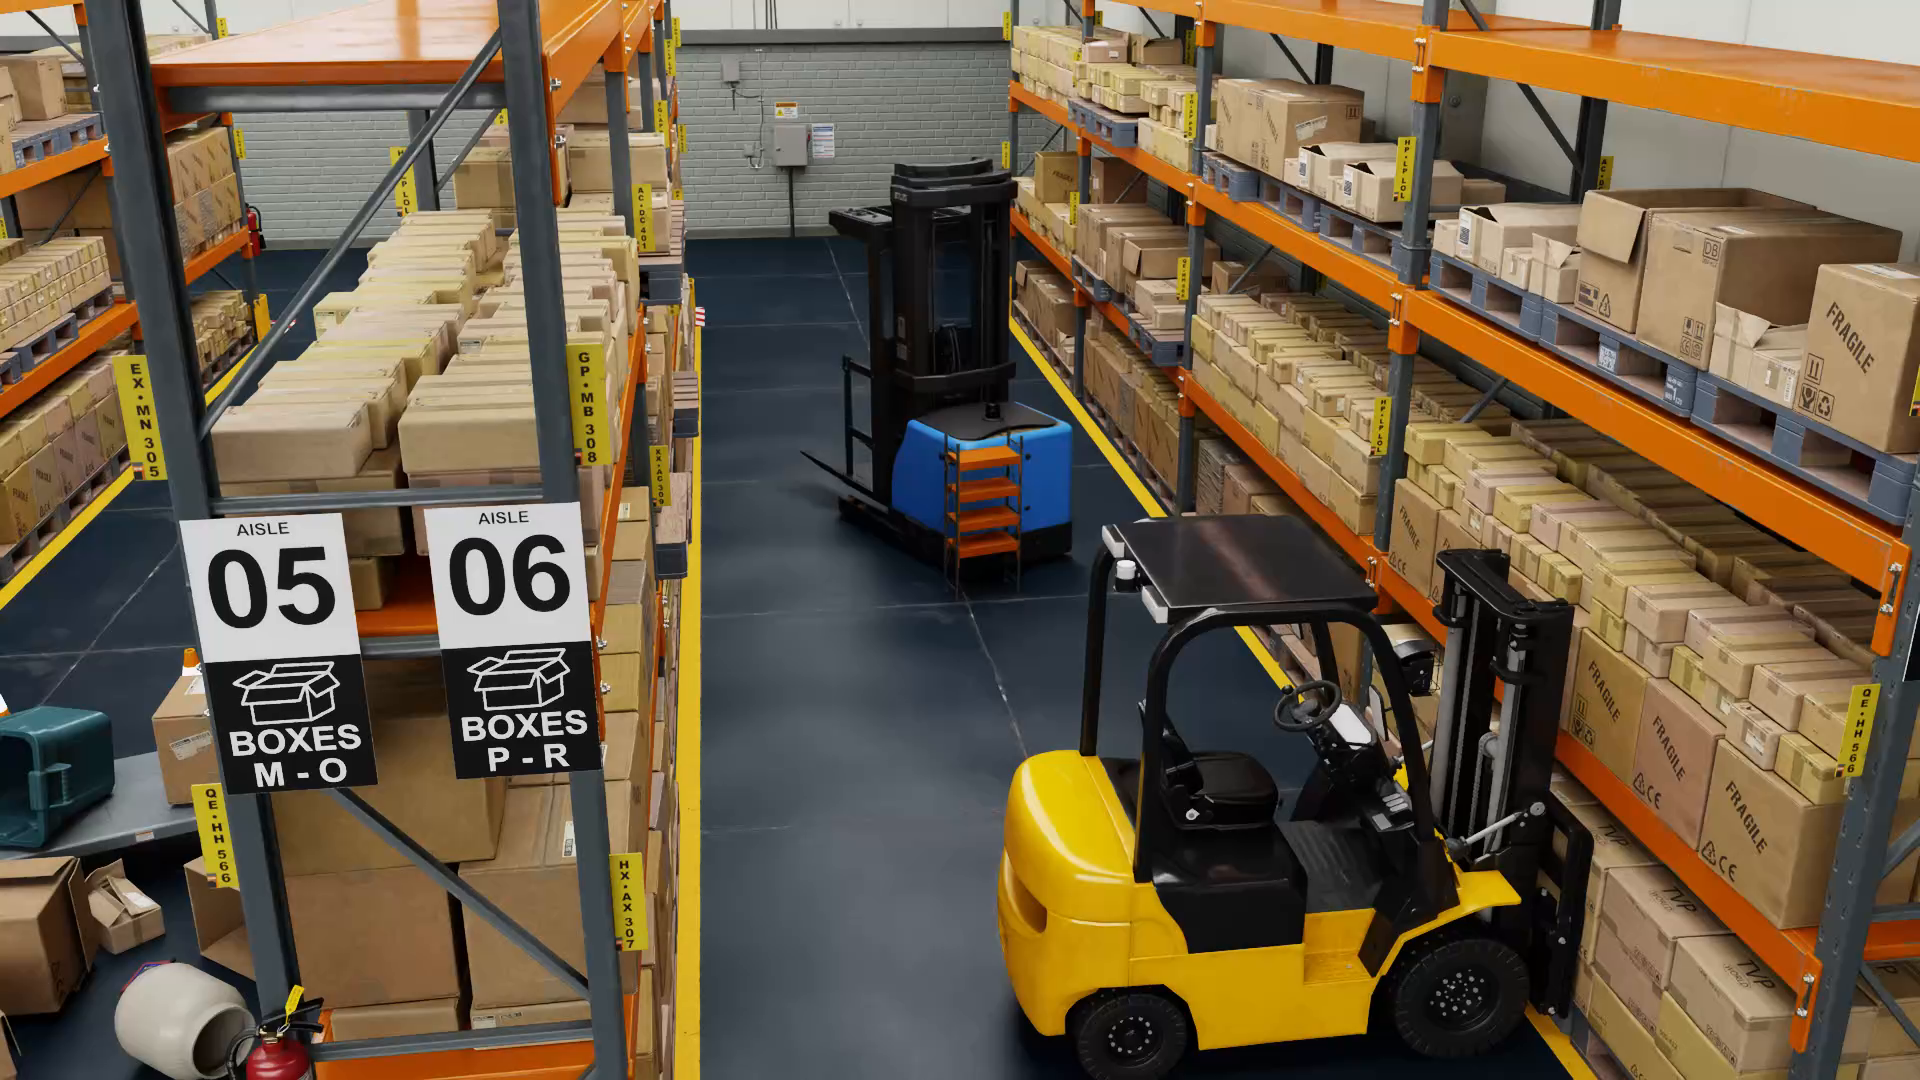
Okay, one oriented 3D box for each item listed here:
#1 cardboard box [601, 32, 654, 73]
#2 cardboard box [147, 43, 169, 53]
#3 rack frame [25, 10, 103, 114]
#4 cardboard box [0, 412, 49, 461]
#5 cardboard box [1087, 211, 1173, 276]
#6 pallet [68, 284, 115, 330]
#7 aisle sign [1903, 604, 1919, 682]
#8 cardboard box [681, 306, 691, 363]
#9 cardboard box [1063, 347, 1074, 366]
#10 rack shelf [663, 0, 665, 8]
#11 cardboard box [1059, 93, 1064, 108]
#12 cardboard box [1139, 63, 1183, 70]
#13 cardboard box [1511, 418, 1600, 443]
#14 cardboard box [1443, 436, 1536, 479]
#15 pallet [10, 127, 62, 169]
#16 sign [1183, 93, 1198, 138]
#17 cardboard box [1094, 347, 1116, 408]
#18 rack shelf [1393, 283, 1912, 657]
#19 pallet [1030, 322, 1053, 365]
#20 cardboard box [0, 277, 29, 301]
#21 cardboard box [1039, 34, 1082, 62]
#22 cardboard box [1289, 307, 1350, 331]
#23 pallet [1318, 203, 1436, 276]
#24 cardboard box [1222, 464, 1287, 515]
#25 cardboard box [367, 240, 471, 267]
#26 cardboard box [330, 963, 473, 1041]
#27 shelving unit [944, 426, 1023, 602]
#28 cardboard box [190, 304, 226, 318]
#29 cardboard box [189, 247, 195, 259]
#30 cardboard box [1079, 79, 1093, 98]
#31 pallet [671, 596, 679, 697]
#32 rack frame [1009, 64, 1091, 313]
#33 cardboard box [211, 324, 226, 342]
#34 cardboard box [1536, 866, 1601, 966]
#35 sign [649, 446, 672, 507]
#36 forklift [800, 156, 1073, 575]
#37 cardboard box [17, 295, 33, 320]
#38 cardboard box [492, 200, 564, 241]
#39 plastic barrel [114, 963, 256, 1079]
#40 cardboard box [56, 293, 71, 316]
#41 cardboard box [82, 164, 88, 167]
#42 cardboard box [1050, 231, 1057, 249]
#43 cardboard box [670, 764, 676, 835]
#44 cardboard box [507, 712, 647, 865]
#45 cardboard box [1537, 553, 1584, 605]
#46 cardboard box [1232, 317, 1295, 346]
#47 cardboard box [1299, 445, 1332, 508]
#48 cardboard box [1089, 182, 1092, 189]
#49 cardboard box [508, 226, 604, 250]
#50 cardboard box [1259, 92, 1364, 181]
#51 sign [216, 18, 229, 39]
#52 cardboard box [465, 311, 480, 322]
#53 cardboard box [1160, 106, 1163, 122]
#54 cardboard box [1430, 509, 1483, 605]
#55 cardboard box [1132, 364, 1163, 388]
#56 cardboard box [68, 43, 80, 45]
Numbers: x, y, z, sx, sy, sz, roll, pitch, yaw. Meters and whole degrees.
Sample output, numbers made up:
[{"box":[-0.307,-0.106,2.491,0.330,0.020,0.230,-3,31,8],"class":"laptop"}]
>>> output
[{"box":[-3.463,-4.825,16.670,0.797,0.503,0.637,-1,21,-4],"class":"cardboard box"},{"box":[-8.158,-4.885,16.650,0.380,0.149,0.250,-3,21,-9],"class":"cardboard box"},{"box":[-8.120,-5.188,14.247,1.000,3.000,0.127,-3,21,-8],"class":"rack frame"},{"box":[-7.477,-0.797,12.963,0.500,0.250,0.500,-3,21,-8],"class":"cardboard box"},{"box":[1.598,-2.800,15.682,0.700,0.500,0.500,-3,21,-7],"class":"cardboard box"},{"box":[-8.154,-2.016,14.602,1.003,0.211,1.213,-3,21,-8],"class":"pallet"},{"box":[3.124,0.060,5.053,0.394,0.787,0.004,-3,21,-8],"class":"aisle sign"},{"box":[-3.350,-2.192,17.859,0.875,0.438,0.875,-4,21,-9],"class":"cardboard box"},{"box":[1.304,-1.954,17.634,0.380,0.149,0.250,-4,21,-9],"class":"cardboard box"},{"box":[-3.525,-5.641,17.059,1.077,0.370,4.000,-3,21,-8],"class":"rack shelf"},{"box":[1.237,-4.575,17.250,0.380,0.149,0.250,-3,21,-8],"class":"cardboard box"},{"box":[1.893,-4.399,15.611,0.380,0.149,0.250,-3,21,-7],"class":"cardboard box"},{"box":[3.173,-0.539,8.878,0.380,0.149,0.250,-3,21,-8],"class":"cardboard box"},{"box":[2.725,-0.424,8.569,0.380,0.149,0.250,-3,21,-7],"class":"cardboard box"},{"box":[-7.984,-3.117,13.257,1.213,0.211,1.003,-3,21,-8],"class":"pallet"},{"box":[1.714,-3.150,12.337,0.100,0.325,0.005,-3,21,-8],"class":"sign"},{"box":[1.608,-1.577,16.125,0.500,0.500,0.500,-3,21,-8],"class":"cardboard box"},{"box":[3.116,-0.520,7.063,1.077,0.370,4.000,-3,21,-8],"class":"rack shelf"},{"box":[1.398,-2.269,18.990,1.003,0.211,1.213,-3,21,-8],"class":"pallet"},{"box":[-7.610,-1.976,13.127,0.380,0.149,0.250,-2,21,-6],"class":"cardboard box"},{"box":[1.138,-5.315,17.948,0.500,0.250,0.500,-2,21,-6],"class":"cardboard box"},{"box":[2.624,-1.600,12.143,0.380,0.149,0.250,-3,21,-8],"class":"cardboard box"},{"box":[2.688,-1.765,9.641,0.805,0.209,1.217,-4,21,-10],"class":"pallet"},{"box":[2.430,-0.171,12.181,0.875,0.625,0.625,-2,21,-6],"class":"cardboard box"},{"box":[-2.254,-1.156,6.956,0.380,0.149,0.250,-3,21,-8],"class":"cardboard box"},{"box":[-1.772,1.491,5.296,0.380,0.149,0.250,-2,21,-6],"class":"cardboard box"},{"box":[0.163,-0.186,11.990,0.503,1.200,0.258,-8,23,-22],"class":"shelving unit"},{"box":[-8.253,-2.466,18.157,0.380,0.149,0.250,-4,21,-10],"class":"cardboard box"},{"box":[-8.217,-3.005,17.334,0.380,0.149,0.250,-3,21,-7],"class":"cardboard box"},{"box":[1.327,-4.231,15.585,0.380,0.149,0.250,-3,21,-7],"class":"cardboard box"},{"box":[-2.376,0.721,10.985,1.003,0.211,1.213,-3,21,-8],"class":"pallet"},{"box":[1.098,-4.299,20.440,1.000,3.000,0.127,-3,21,-8],"class":"rack frame"},{"box":[-8.174,-2.237,17.967,0.380,0.149,0.250,-3,21,-7],"class":"cardboard box"},{"box":[2.868,1.593,7.279,0.500,0.250,0.500,-3,21,-9],"class":"cardboard box"},{"box":[-1.547,-0.328,8.571,0.100,0.325,0.005,-3,21,-8],"class":"sign"},{"box":[-0.341,-1.580,13.259,1.130,2.935,3.031,-12,24,-30],"class":"forklift"},{"box":[-7.602,-1.835,13.175,0.380,0.149,0.250,-3,21,-8],"class":"cardboard box"},{"box":[-2.311,-1.619,8.592,0.500,0.250,0.500,-3,21,-9],"class":"cardboard box"},{"box":[-3.302,2.060,7.095,0.512,0.421,0.421,12,24,30],"class":"plastic barrel"},{"box":[-7.713,-1.970,13.964,0.380,0.149,0.250,-4,21,-10],"class":"cardboard box"},{"box":[-8.535,-3.361,15.929,0.500,0.500,0.500,-4,21,-9],"class":"cardboard box"},{"box":[1.183,-3.251,17.993,0.380,0.149,0.250,-3,21,-9],"class":"cardboard box"},{"box":[-1.732,1.390,8.538,0.500,0.250,0.500,-2,21,-5],"class":"cardboard box"},{"box":[-1.378,0.949,5.821,0.500,0.500,0.500,-2,21,-6],"class":"cardboard box"},{"box":[2.817,0.165,7.418,0.380,0.149,0.250,-3,21,-9],"class":"cardboard box"},{"box":[2.158,-1.485,11.835,0.380,0.149,0.250,-3,21,-7],"class":"cardboard box"},{"box":[2.419,-0.409,10.239,0.500,0.250,0.500,-3,21,-8],"class":"cardboard box"},{"box":[1.500,-4.044,19.546,0.500,0.250,0.500,-3,21,-8],"class":"cardboard box"},{"box":[-1.759,-1.274,7.274,0.380,0.149,0.250,-2,21,-6],"class":"cardboard box"},{"box":[2.262,-2.610,10.743,0.500,0.500,0.500,-2,21,-6],"class":"cardboard box"},{"box":[-8.145,-5.604,18.381,0.100,0.325,0.005,-3,21,-8],"class":"sign"},{"box":[-2.073,-0.674,6.236,0.500,0.250,0.500,-3,21,-7],"class":"cardboard box"},{"box":[1.866,-3.517,13.704,0.380,0.149,0.250,-3,21,-7],"class":"cardboard box"},{"box":[2.725,0.155,8.371,0.500,0.500,0.500,-3,21,-7],"class":"cardboard box"},{"box":[1.766,-1.478,14.931,0.380,0.149,0.250,-4,21,-10],"class":"cardboard box"},{"box":[-8.770,-4.944,16.810,0.380,0.149,0.250,-2,21,-6],"class":"cardboard box"}]
